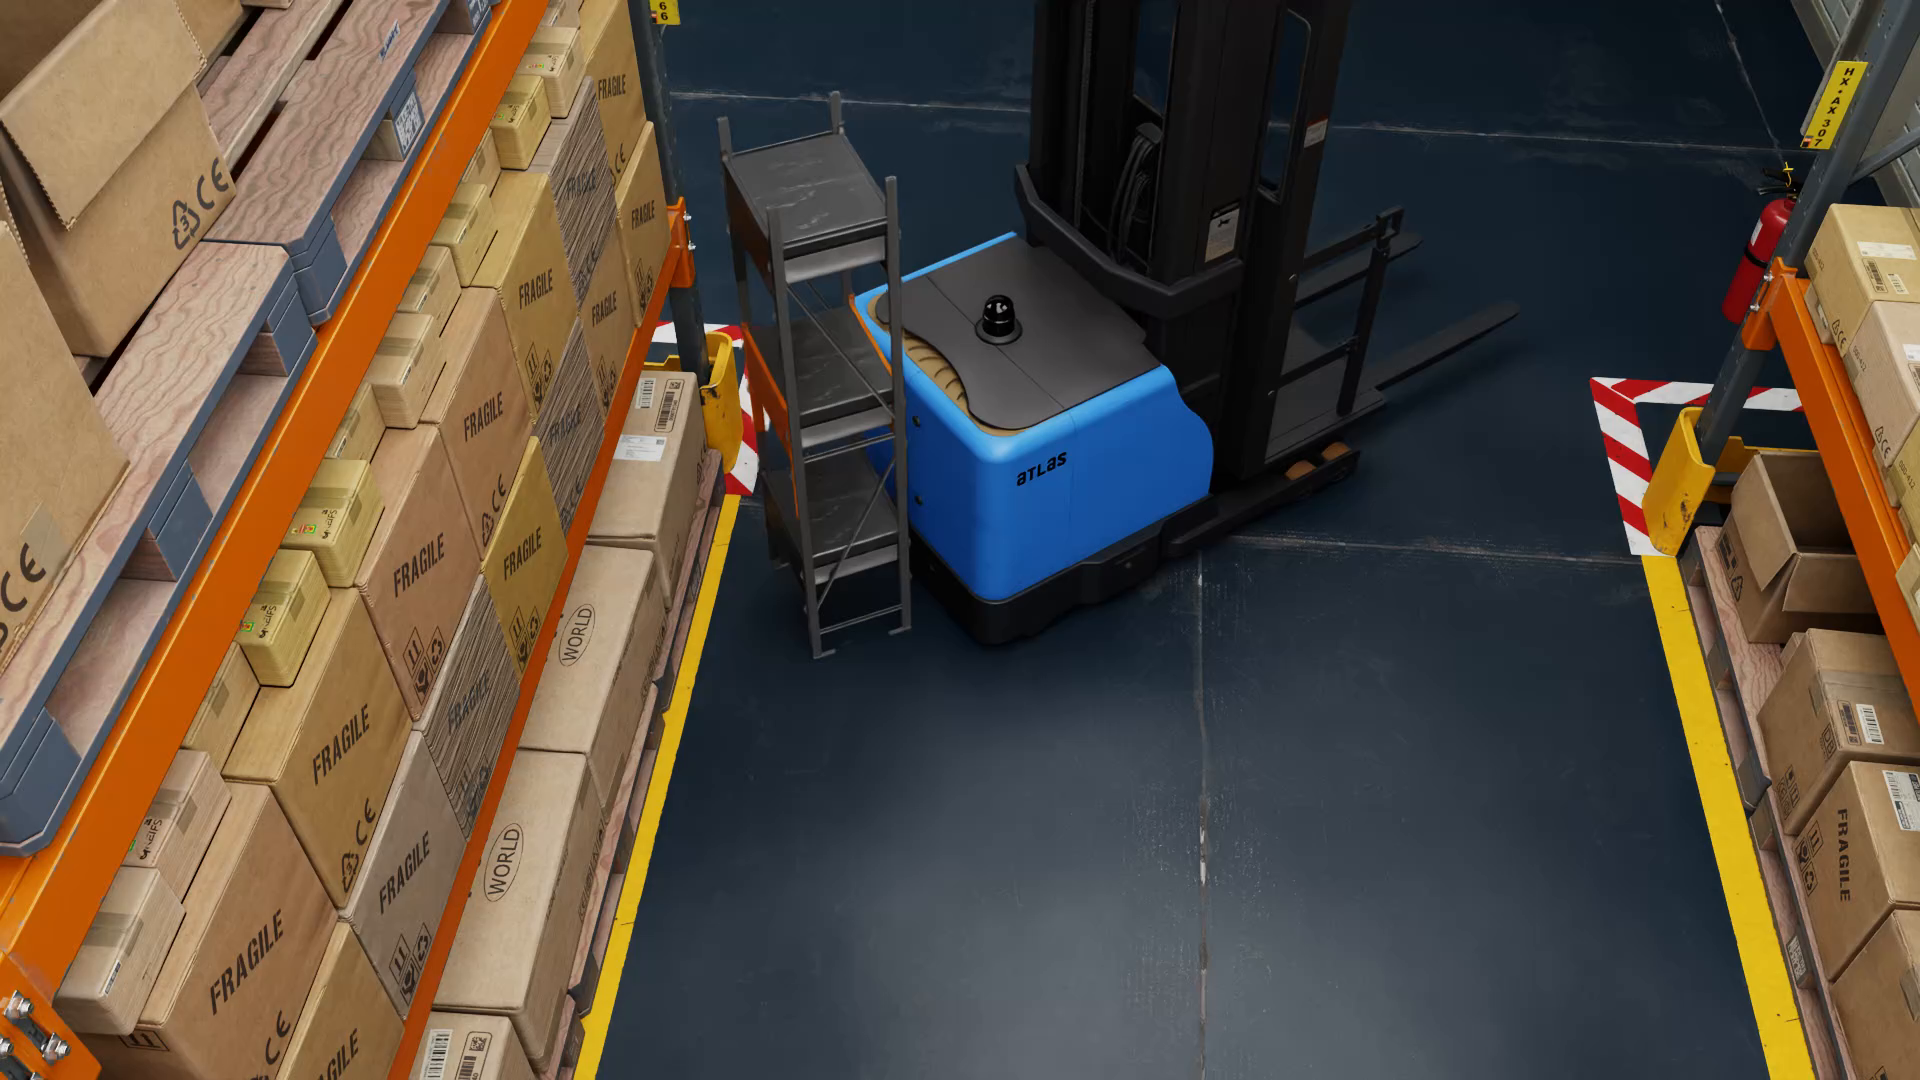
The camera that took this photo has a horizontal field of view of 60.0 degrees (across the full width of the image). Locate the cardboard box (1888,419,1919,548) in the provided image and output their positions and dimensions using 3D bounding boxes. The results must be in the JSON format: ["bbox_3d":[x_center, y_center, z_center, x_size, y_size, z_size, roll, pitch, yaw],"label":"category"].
[{"bbox_3d":[3.013,-0.088,4.723,0.500,0.250,0.500,3,48,3],"label":"cardboard box"}]

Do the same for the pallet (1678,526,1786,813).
[{"bbox_3d":[3.333,0.487,6.188,1.003,0.211,1.213,4,48,4],"label":"pallet"}]

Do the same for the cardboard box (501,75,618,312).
[{"bbox_3d":[-1.357,-1.042,4.951,0.500,0.500,0.500,4,48,4],"label":"cardboard box"}]

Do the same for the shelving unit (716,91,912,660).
[{"bbox_3d":[-0.469,-0.475,5.787,0.431,2.100,0.503,-17,50,-15],"label":"shelving unit"}]

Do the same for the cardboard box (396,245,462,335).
[{"bbox_3d":[-1.469,-0.607,4.114,0.380,0.149,0.250,5,48,5],"label":"cardboard box"}]

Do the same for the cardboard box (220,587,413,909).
[{"bbox_3d":[-1.560,0.436,3.599,0.500,0.500,0.500,3,48,3],"label":"cardboard box"}]

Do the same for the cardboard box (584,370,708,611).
[{"bbox_3d":[-1.492,-0.213,6.389,0.875,0.438,0.875,2,48,2],"label":"cardboard box"}]

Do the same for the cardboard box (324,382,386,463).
[{"bbox_3d":[-1.543,-0.235,3.773,0.380,0.149,0.250,4,48,3],"label":"cardboard box"}]

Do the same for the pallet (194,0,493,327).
[{"bbox_3d":[-1.698,-0.965,3.653,1.003,0.211,1.213,4,48,4],"label":"pallet"}]

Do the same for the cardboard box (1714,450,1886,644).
[{"bbox_3d":[3.261,0.048,6.107,0.797,0.503,0.637,2,48,2],"label":"cardboard box"}]

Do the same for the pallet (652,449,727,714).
[{"bbox_3d":[-1.527,0.107,6.535,1.003,0.211,1.213,4,48,4],"label":"pallet"}]

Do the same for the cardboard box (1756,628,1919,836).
[{"bbox_3d":[3.145,0.674,5.536,0.700,0.500,0.500,6,48,5],"label":"cardboard box"}]

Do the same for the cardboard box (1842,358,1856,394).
[{"bbox_3d":[3.131,-0.598,5.461,0.380,0.149,0.250,5,48,4],"label":"cardboard box"}]

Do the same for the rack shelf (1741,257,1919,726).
[{"bbox_3d":[3.229,0.616,4.667,1.077,0.370,4.000,4,48,4],"label":"rack shelf"}]

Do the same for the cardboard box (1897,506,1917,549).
[{"bbox_3d":[3.039,-0.026,4.937,0.380,0.149,0.250,5,48,4],"label":"cardboard box"}]

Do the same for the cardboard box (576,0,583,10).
[{"bbox_3d":[-1.365,-1.740,5.150,0.380,0.149,0.250,4,48,4],"label":"cardboard box"}]

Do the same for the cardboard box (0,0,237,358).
[{"bbox_3d":[-1.806,-0.704,2.932,0.797,0.503,0.637,7,48,7],"label":"cardboard box"}]

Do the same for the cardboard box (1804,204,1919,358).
[{"bbox_3d":[3.102,-0.831,5.403,0.500,0.250,0.500,4,48,4],"label":"cardboard box"}]

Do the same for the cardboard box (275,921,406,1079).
[{"bbox_3d":[-1.593,1.151,3.623,0.500,0.500,0.500,5,48,5],"label":"cardboard box"}]

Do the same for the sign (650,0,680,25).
[{"bbox_3d":[-0.993,-1.851,5.491,0.100,0.325,0.005,4,48,4],"label":"sign"}]

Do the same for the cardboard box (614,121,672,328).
[{"bbox_3d":[-1.312,-1.089,5.671,0.500,0.500,0.500,4,48,4],"label":"cardboard box"}]

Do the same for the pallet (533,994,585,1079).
[{"bbox_3d":[-1.749,1.900,4.895,1.003,0.211,1.213,4,48,4],"label":"pallet"}]

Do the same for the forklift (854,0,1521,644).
[{"bbox_3d":[1.065,-1.457,6.122,3.031,2.935,1.130,-26,53,-22],"label":"forklift"}]

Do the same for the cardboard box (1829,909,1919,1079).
[{"bbox_3d":[3.050,1.437,4.838,0.700,0.500,0.500,2,48,2],"label":"cardboard box"}]

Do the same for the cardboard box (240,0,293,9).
[{"bbox_3d":[-1.718,-1.488,3.780,0.500,0.311,0.500,5,48,4],"label":"cardboard box"}]

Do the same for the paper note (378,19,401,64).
[{"bbox_3d":[-1.144,-1.000,3.338,0.006,0.032,0.123,4,48,4],"label":"paper note"}]

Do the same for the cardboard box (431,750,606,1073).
[{"bbox_3d":[-1.651,1.123,5.168,0.875,0.438,0.875,3,48,2],"label":"cardboard box"}]

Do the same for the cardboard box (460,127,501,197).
[{"bbox_3d":[-1.462,-0.987,4.461,0.380,0.149,0.250,3,48,3],"label":"cardboard box"}]

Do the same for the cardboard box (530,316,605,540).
[{"bbox_3d":[-1.410,-0.342,4.989,0.500,0.500,0.500,5,48,5],"label":"cardboard box"}]

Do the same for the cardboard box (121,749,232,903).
[{"bbox_3d":[-1.602,0.518,3.084,0.380,0.149,0.250,5,48,4],"label":"cardboard box"}]

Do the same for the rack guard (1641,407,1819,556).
[{"bbox_3d":[3.404,-0.197,6.617,1.175,0.500,0.348,4,48,4],"label":"rack guard"}]

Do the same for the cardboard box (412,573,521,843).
[{"bbox_3d":[-1.491,0.417,4.294,0.500,0.500,0.500,4,48,4],"label":"cardboard box"}]

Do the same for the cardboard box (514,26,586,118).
[{"bbox_3d":[-1.304,-1.357,4.799,0.380,0.149,0.250,3,48,3],"label":"cardboard box"}]

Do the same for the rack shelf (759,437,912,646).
[{"bbox_3d":[-0.470,0.005,6.315,0.431,0.518,0.480,-17,50,-15],"label":"rack shelf"}]

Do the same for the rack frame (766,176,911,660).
[{"bbox_3d":[-0.375,-0.309,5.635,0.400,2.100,0.015,-17,50,-15],"label":"rack frame"}]

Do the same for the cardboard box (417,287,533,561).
[{"bbox_3d":[-1.453,-0.310,4.281,0.500,0.500,0.500,4,48,3],"label":"cardboard box"}]

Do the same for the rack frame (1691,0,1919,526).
[{"bbox_3d":[3.411,-1.096,5.746,1.000,3.000,0.127,4,48,4],"label":"rack frame"}]

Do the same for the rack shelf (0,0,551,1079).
[{"bbox_3d":[-1.714,-0.775,3.810,0.831,0.071,3.687,4,48,4],"label":"rack shelf"}]

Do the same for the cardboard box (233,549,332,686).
[{"bbox_3d":[-1.537,0.149,3.422,0.380,0.149,0.250,4,48,3],"label":"cardboard box"}]
